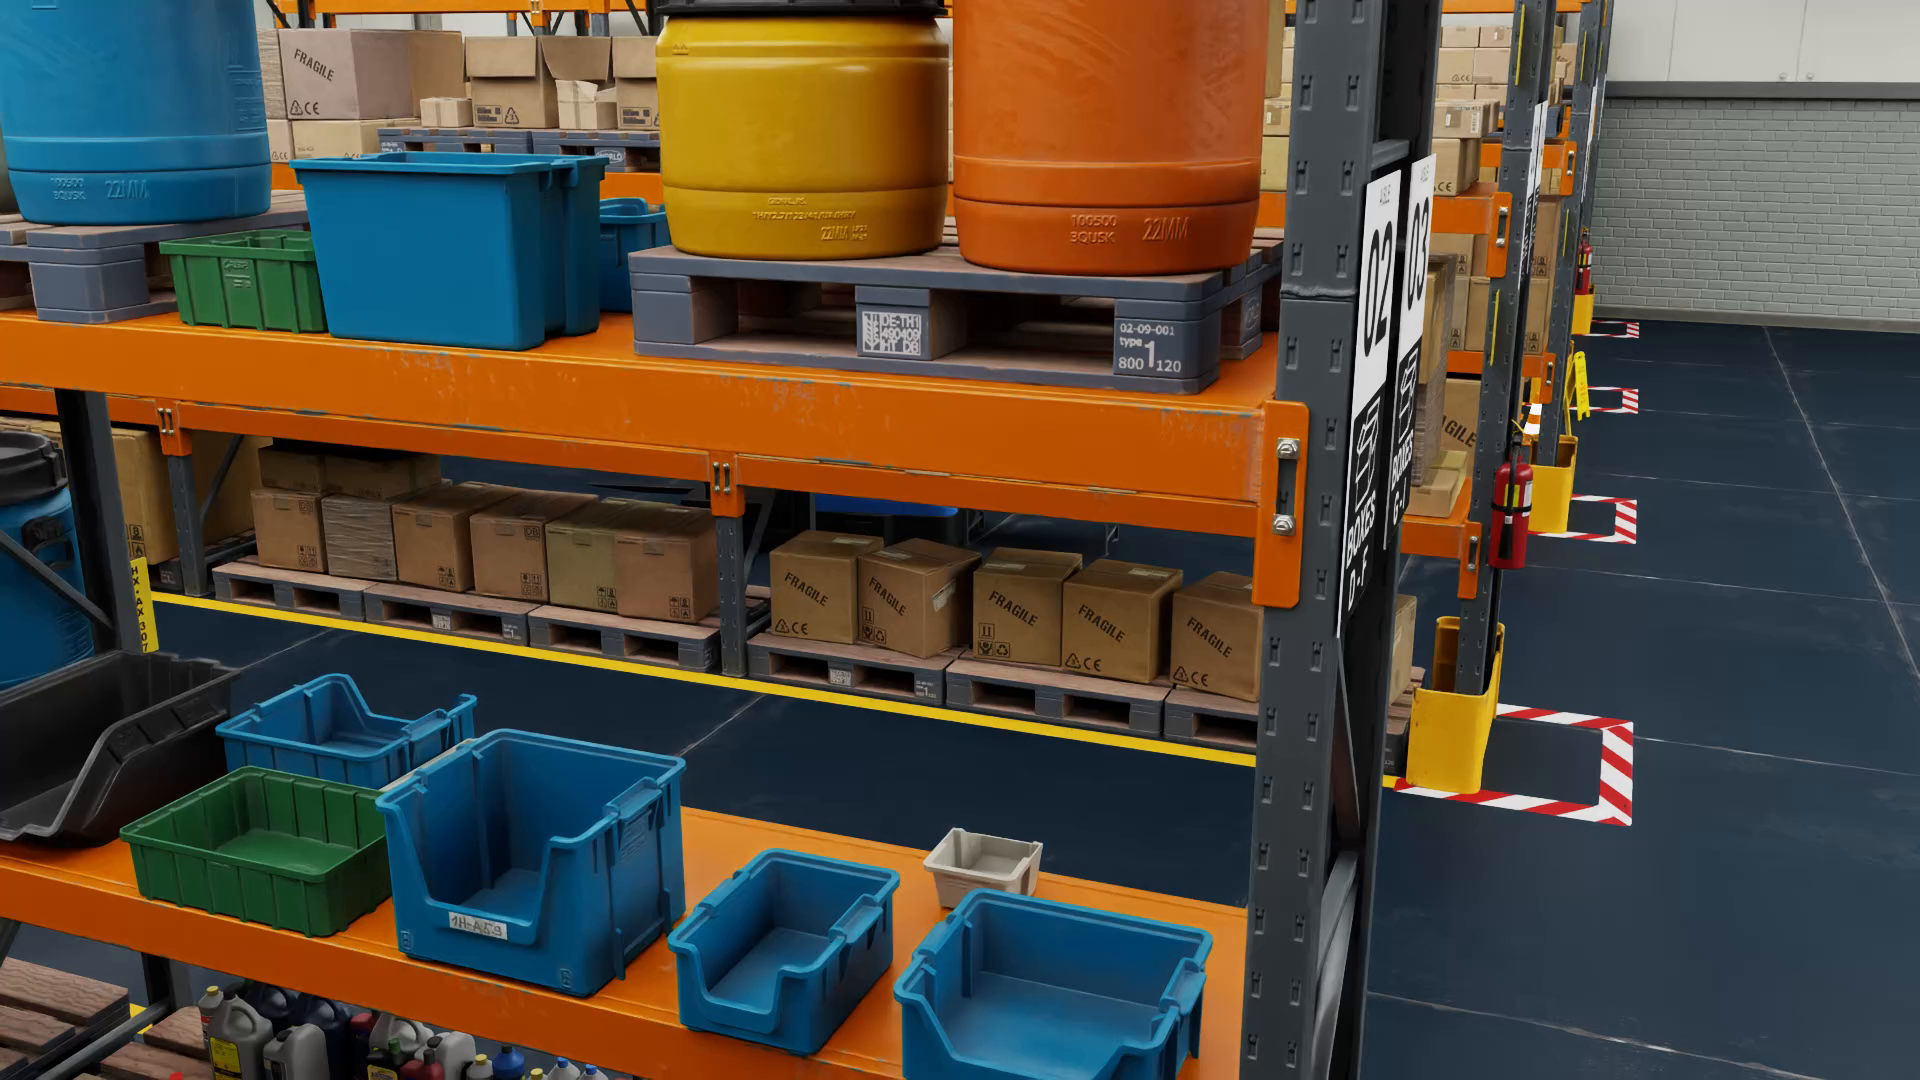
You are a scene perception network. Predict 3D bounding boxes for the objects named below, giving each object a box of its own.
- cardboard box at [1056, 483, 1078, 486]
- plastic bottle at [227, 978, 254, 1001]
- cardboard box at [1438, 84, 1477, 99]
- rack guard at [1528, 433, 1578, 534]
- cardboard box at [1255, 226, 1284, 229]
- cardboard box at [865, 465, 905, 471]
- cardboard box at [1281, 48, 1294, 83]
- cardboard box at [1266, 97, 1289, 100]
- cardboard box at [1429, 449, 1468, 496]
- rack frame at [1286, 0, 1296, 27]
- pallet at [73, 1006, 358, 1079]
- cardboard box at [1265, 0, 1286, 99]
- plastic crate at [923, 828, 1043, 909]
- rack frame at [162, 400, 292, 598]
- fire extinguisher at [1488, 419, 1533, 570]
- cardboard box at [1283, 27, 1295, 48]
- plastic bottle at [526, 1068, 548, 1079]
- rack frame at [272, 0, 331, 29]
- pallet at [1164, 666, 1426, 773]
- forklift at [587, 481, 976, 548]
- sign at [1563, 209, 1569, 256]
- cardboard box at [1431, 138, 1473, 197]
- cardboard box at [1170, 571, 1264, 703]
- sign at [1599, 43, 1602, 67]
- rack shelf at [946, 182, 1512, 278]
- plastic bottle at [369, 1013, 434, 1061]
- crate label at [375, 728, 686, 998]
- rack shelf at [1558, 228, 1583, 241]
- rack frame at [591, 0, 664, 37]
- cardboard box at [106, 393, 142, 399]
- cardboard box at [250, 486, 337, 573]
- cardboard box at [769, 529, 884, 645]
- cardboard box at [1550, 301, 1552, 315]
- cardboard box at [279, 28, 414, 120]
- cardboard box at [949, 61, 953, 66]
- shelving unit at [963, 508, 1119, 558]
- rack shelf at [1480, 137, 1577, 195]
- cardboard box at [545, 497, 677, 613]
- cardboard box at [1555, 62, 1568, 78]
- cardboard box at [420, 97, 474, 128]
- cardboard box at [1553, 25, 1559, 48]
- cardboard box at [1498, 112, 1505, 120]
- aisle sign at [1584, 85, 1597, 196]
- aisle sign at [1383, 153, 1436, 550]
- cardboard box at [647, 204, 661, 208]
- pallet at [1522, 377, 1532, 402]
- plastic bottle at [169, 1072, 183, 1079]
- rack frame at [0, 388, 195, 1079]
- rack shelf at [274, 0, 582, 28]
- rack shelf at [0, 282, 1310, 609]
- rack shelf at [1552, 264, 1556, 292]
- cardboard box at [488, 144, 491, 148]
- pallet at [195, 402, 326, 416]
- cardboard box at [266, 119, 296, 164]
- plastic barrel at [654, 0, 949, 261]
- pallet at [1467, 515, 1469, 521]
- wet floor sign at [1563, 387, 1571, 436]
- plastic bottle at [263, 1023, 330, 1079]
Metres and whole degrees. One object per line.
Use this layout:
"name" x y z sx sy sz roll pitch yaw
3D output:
"cardboard box" 0.620 -0.401 8.626 0.250 0.149 0.380 6 17 21
"plastic bottle" -2.368 1.556 5.518 0.133 0.283 0.061 7 18 23
"cardboard box" 3.609 -3.220 12.024 0.250 0.149 0.380 7 17 21
"rack guard" 4.538 -0.450 12.826 0.348 0.500 1.175 6 17 21
"cardboard box" 2.627 -2.437 12.981 0.500 0.550 0.875 6 17 21
"cardboard box" -0.323 -0.495 8.948 0.250 0.149 0.380 6 17 21
"cardboard box" 2.557 -3.546 12.430 0.500 0.250 0.500 6 17 21
"cardboard box" 1.493 -2.142 8.347 0.250 0.149 0.380 6 17 20
"cardboard box" 2.424 -0.347 8.439 0.250 0.149 0.380 6 17 21
"rack frame" 4.334 -7.525 21.953 0.127 3.000 1.000 6 17 21
"pallet" -2.327 1.917 5.190 1.213 0.211 1.003 6 17 21
"cardboard box" 1.320 -2.470 8.312 0.500 0.500 0.500 6 17 20
"plastic crate" 0.070 0.860 4.305 0.250 0.136 0.298 6 17 21
"rack frame" -4.840 -1.195 10.910 0.127 3.000 1.000 6 17 21
"fire extinguisher" 2.539 -0.208 7.649 0.183 0.674 0.296 6 17 21
"cardboard box" 2.424 -3.733 12.361 0.250 0.149 0.380 6 17 20
"plastic bottle" -1.292 1.719 5.103 0.097 0.201 0.097 0 16 0
"rack frame" -8.646 -7.465 21.745 0.127 3.000 1.000 6 17 21
"pallet" 1.788 0.863 8.824 1.213 0.211 1.003 6 17 21
"forklift" -1.443 -1.479 12.011 3.031 2.935 1.130 3 16 9
"sign" 4.303 -2.183 11.812 0.005 0.325 0.100 6 17 21
"cardboard box" 2.060 -1.729 7.636 0.500 0.250 0.500 7 17 22
"cardboard box" 1.458 0.502 8.796 0.500 0.500 0.500 12 20 35
"sign" 7.843 -5.923 20.369 0.005 0.325 0.100 6 17 21
"rack shelf" 0.741 -1.676 8.477 4.000 0.370 1.077 6 17 21
"plastic bottle" -1.753 1.603 5.232 0.185 0.351 0.144 6 17 20
"crate label" -1.027 0.773 4.068 0.616 0.435 0.502 6 17 21
"rack shelf" 6.195 -4.094 22.185 4.000 0.370 1.077 6 17 21
"rack frame" -2.927 -5.352 14.469 0.127 3.000 1.000 6 17 21
"cardboard box" -5.390 -1.229 10.848 0.500 0.500 0.500 7 18 22
"cardboard box" -4.210 -0.142 10.978 0.500 0.500 0.700 5 17 18
"cardboard box" -0.762 0.264 9.613 0.500 0.500 0.500 6 17 19
"cardboard box" 7.502 -3.082 21.588 0.500 0.250 0.500 6 17 21
"cardboard box" -3.557 -2.706 9.659 0.500 0.500 0.500 6 17 19
"cardboard box" -0.021 -6.768 23.748 0.250 0.149 0.380 6 17 19
"shelving unit" 0.595 -0.701 11.899 1.048 1.500 0.538 4 17 15
"rack shelf" 2.655 -2.952 12.873 4.000 0.370 1.077 6 17 21
"cardboard box" -2.120 0.081 10.208 0.500 0.500 0.700 6 17 20
"cardboard box" 5.815 -4.608 16.305 0.250 0.149 0.380 6 17 21
"cardboard box" -2.900 -2.482 9.627 0.250 0.166 0.380 6 17 19
"cardboard box" 4.078 -3.552 11.735 0.250 0.149 0.380 6 17 21
"cardboard box" 5.325 -4.284 16.619 0.250 0.149 0.380 7 18 22
"aisle sign" 4.692 -2.972 12.367 0.004 0.787 0.394 6 17 21
"aisle sign" 0.959 -0.409 3.540 0.004 0.787 0.394 6 17 21
"cardboard box" -2.513 -2.951 14.985 0.500 0.500 0.700 6 17 20
"pallet" 5.424 -1.708 17.677 1.213 0.211 1.003 6 17 21
"plastic bottle" -2.285 1.712 4.857 0.185 0.351 0.144 6 17 21
"rack frame" -2.937 0.499 5.075 0.127 3.000 1.000 6 17 21
"rack shelf" -6.786 -6.722 21.197 4.000 0.370 1.077 6 17 21
"rack shelf" -1.076 -0.392 4.053 4.000 0.370 1.077 6 17 21
"rack shelf" 4.377 -2.806 17.749 4.000 0.370 1.077 6 17 21
"cardboard box" -5.762 -5.046 21.039 0.250 0.149 0.380 6 17 21
"pallet" -4.138 -1.058 10.780 1.003 0.211 1.213 6 17 21
"cardboard box" -4.019 -2.397 9.938 0.500 0.250 0.500 7 17 22
"plastic barrel" -0.323 -0.908 3.451 0.600 0.588 0.600 0 16 0
"pallet" 3.743 -0.375 13.087 1.213 0.211 1.003 6 17 21
"wet floor sign" 5.269 -1.033 14.573 0.232 0.644 0.267 3 17 11
"plastic bottle" -2.084 1.647 5.215 0.135 0.276 0.152 6 17 21
